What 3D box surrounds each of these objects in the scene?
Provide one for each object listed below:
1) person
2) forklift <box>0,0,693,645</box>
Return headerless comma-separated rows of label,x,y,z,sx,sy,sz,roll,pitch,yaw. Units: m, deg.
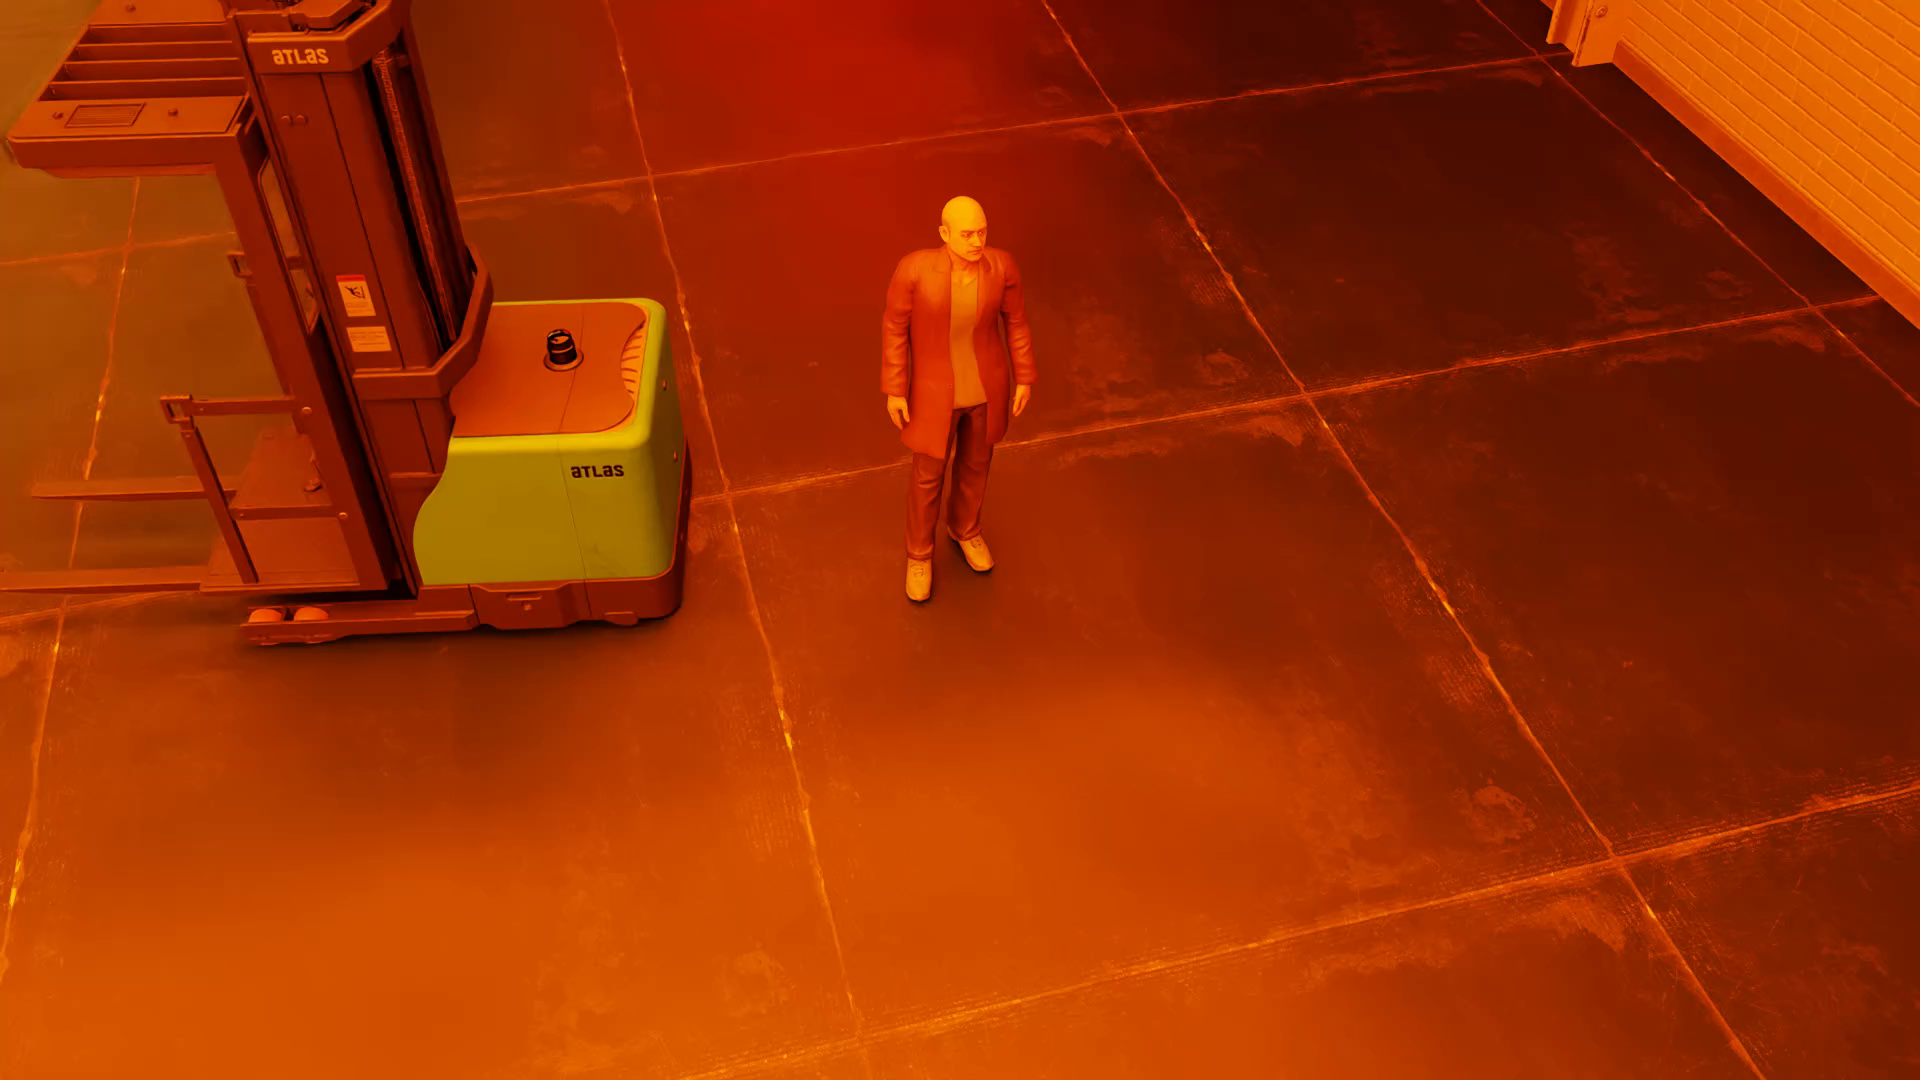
person,0.020,-0.590,7.098,0.696,1.778,0.579,-10,44,-11
forklift,-2.776,-0.979,6.681,3.031,2.935,1.130,-2,43,-2
